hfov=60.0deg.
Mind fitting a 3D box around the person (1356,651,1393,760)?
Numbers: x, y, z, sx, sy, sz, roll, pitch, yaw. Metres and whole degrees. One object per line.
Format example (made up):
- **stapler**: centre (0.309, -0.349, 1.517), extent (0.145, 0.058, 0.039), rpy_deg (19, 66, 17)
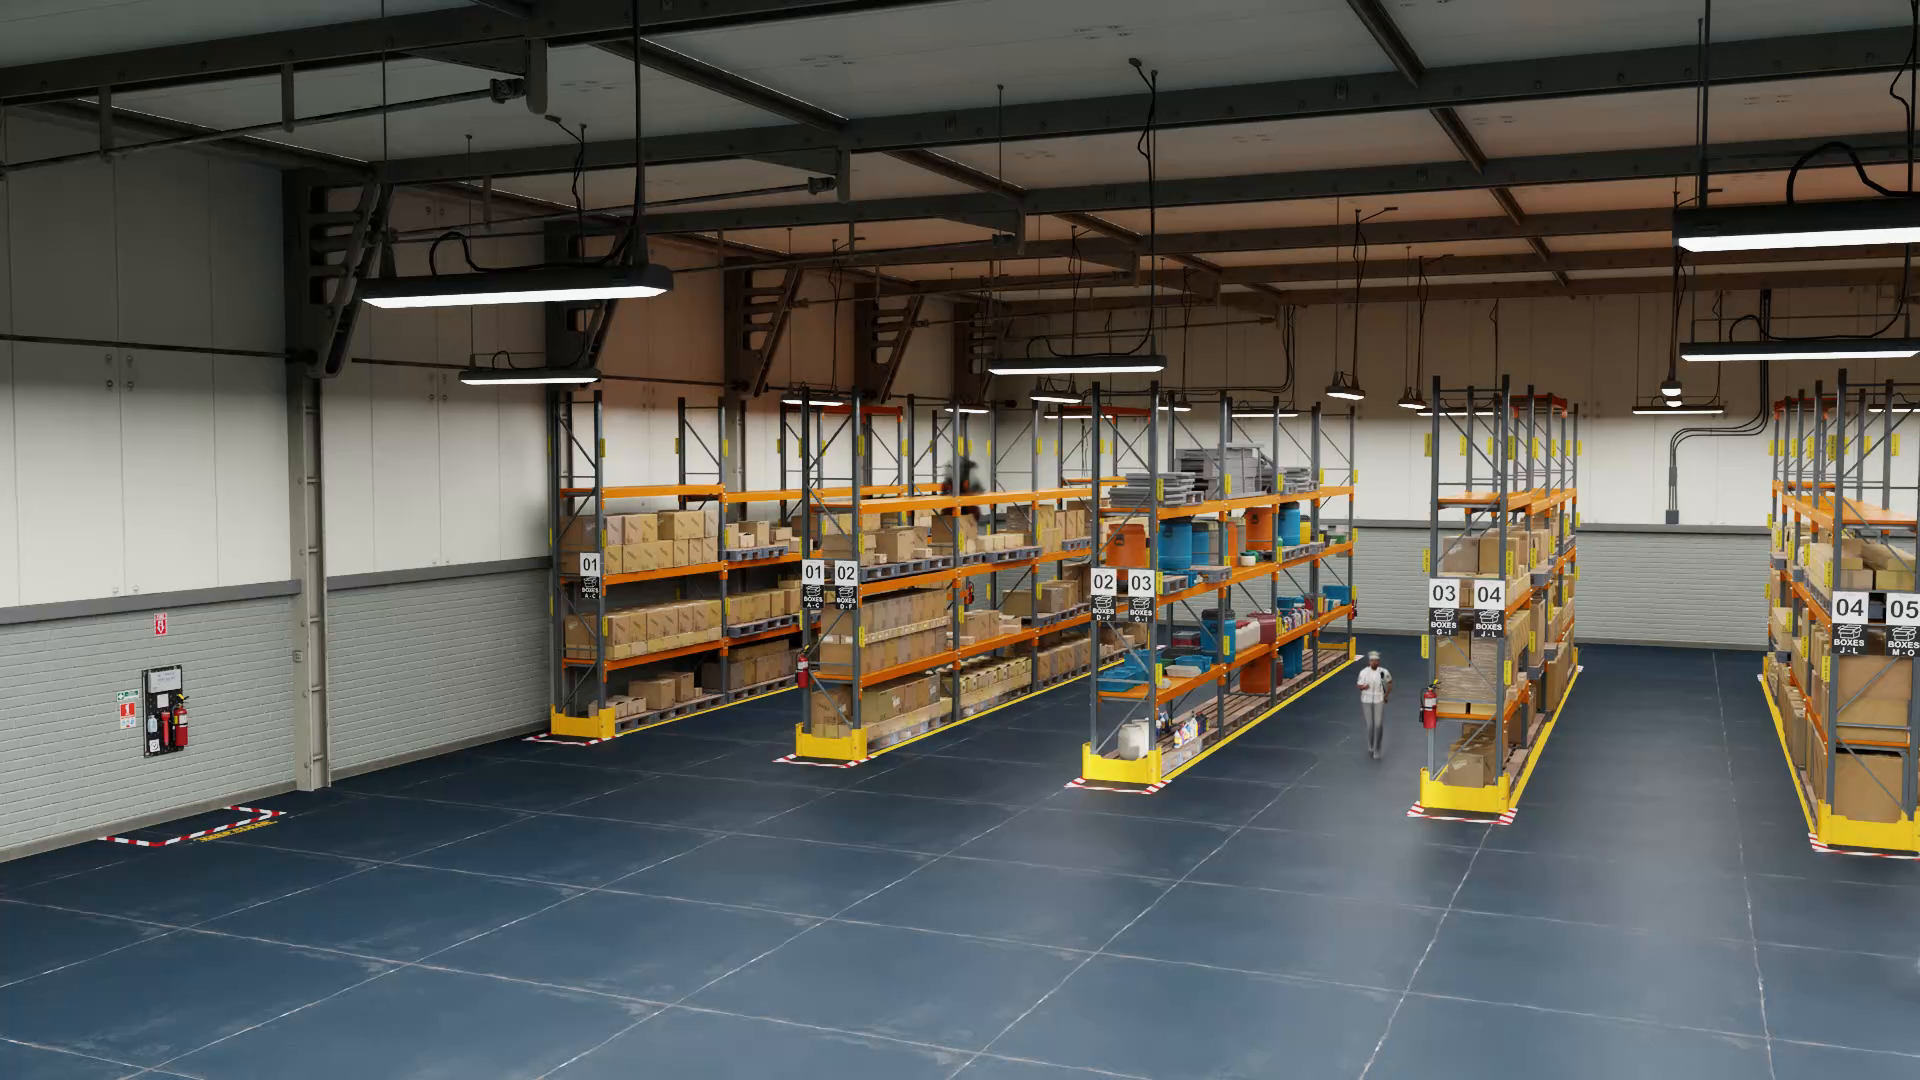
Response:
- **person**: centre (6.706, 2.670, 26.932), extent (0.556, 1.756, 0.714), rpy_deg (1, 3, 19)
